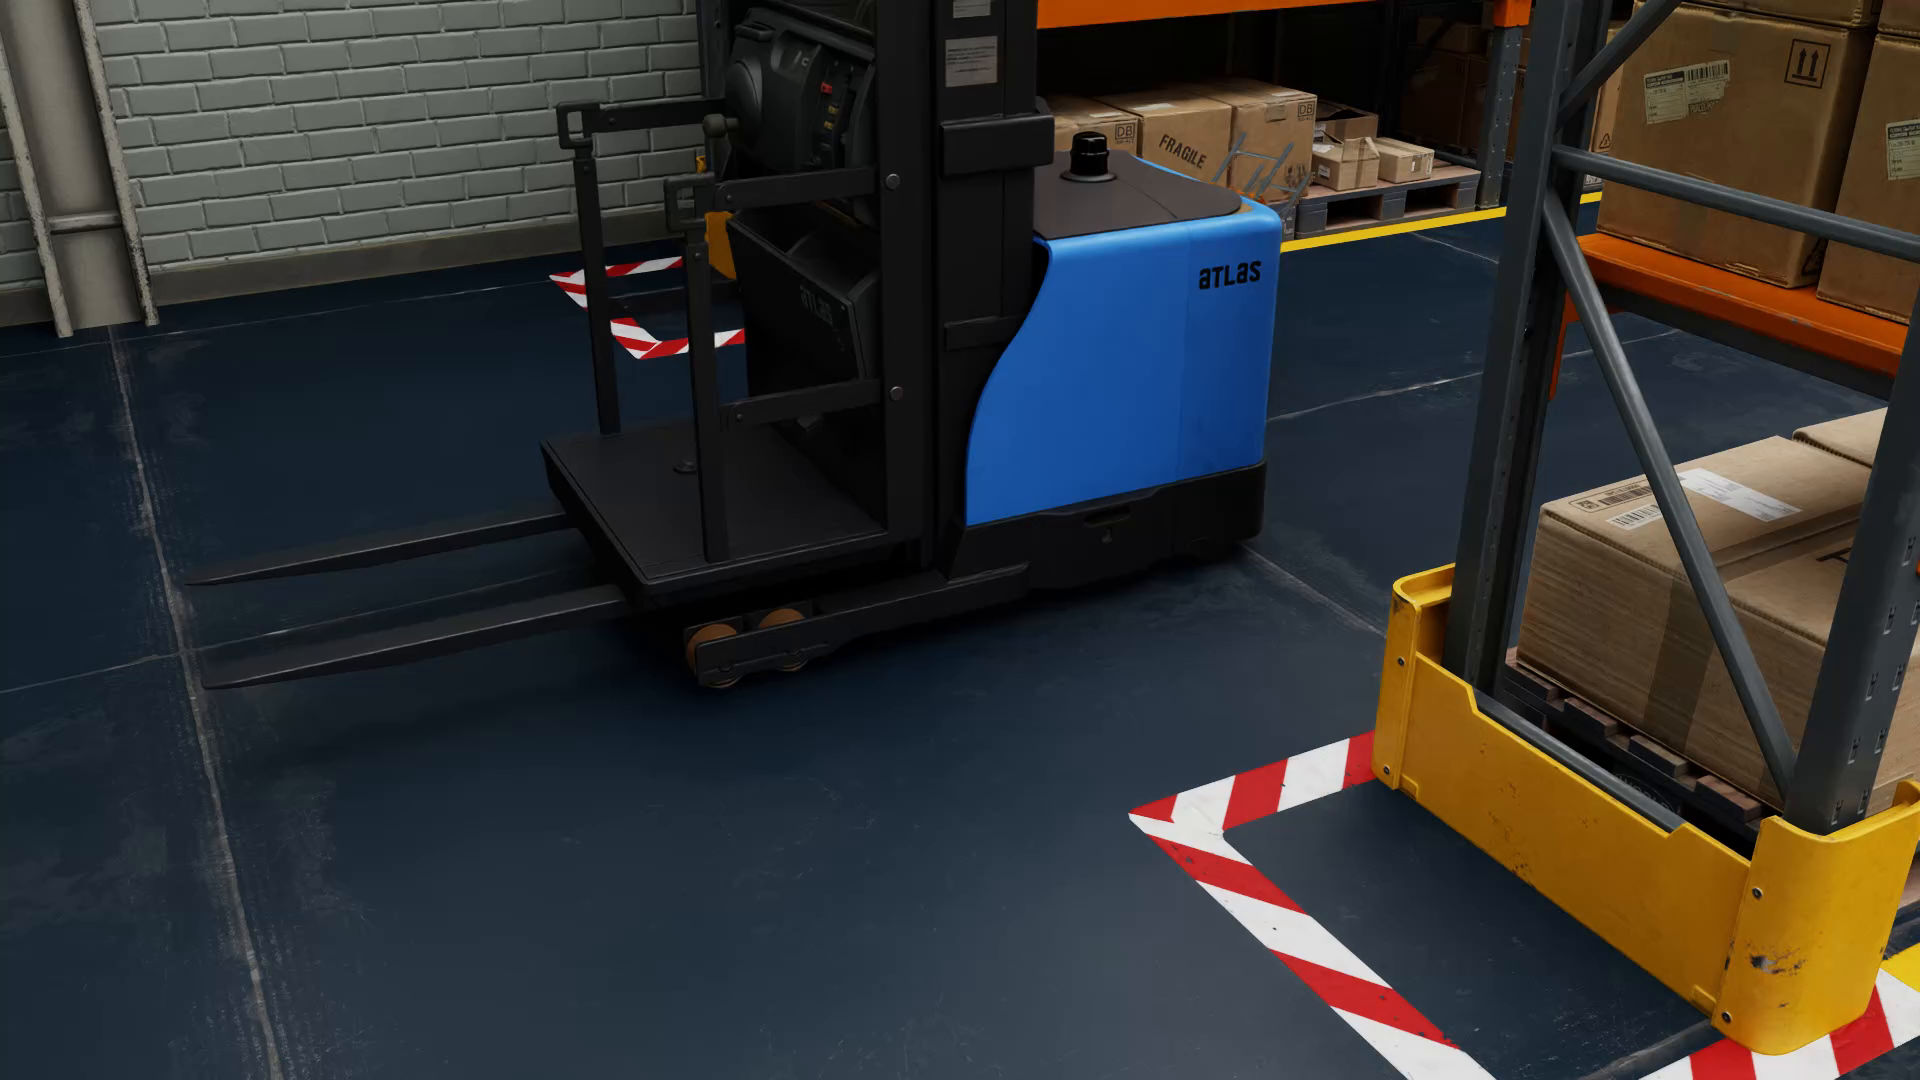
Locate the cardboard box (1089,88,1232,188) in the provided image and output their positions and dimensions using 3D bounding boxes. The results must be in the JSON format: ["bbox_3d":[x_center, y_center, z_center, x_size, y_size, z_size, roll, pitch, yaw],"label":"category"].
[{"bbox_3d":[0.963,-1.890,8.124,0.500,0.500,0.500,-12,28,-24],"label":"cardboard box"}]

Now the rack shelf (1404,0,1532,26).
[{"bbox_3d":[4.387,-3.408,9.715,4.000,0.370,1.077,-13,29,-25],"label":"rack shelf"}]

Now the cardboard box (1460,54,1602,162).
[{"bbox_3d":[3.155,-2.400,9.187,0.500,0.500,0.500,-12,28,-23],"label":"cardboard box"}]

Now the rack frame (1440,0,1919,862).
[{"bbox_3d":[1.432,-0.616,3.067,0.127,3.000,1.000,-13,29,-25],"label":"rack frame"}]

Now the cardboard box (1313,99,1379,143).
[{"bbox_3d":[1.928,-2.258,9.109,0.500,0.311,0.500,-12,28,-23],"label":"cardboard box"}]

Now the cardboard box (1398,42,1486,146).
[{"bbox_3d":[2.916,-2.601,9.604,0.500,0.500,0.500,-13,29,-25],"label":"cardboard box"}]

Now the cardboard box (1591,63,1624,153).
[{"bbox_3d":[3.620,-2.513,9.421,0.500,0.500,0.500,-13,29,-26],"label":"cardboard box"}]

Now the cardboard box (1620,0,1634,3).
[{"bbox_3d":[4.171,-3.185,10.072,0.265,0.149,0.390,-13,29,-25],"label":"cardboard box"}]

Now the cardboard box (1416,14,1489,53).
[{"bbox_3d":[2.811,-2.865,9.406,0.250,0.149,0.380,-14,29,-27],"label":"cardboard box"}]

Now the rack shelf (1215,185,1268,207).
[{"bbox_3d":[1.035,-1.213,6.182,0.258,0.180,0.103,25,78,42],"label":"rack shelf"}]

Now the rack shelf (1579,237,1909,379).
[{"bbox_3d":[4.405,-1.986,1.057,3.910,4.714,5.869,-13,29,-25],"label":"rack shelf"}]

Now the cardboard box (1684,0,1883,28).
[{"bbox_3d":[1.745,-1.301,3.223,0.500,0.500,0.500,-12,28,-23],"label":"cardboard box"}]

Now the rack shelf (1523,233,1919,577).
[{"bbox_3d":[3.196,-0.699,4.071,4.000,0.370,1.077,-13,29,-25],"label":"rack shelf"}]

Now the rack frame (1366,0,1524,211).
[{"bbox_3d":[2.622,-3.325,8.711,0.127,3.000,1.000,-13,29,-25],"label":"rack frame"}]

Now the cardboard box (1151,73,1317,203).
[{"bbox_3d":[1.365,-2.032,8.420,0.500,0.500,0.700,-14,29,-27],"label":"cardboard box"}]

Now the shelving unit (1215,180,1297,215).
[{"bbox_3d":[0.864,-0.952,6.134,0.258,0.183,1.046,25,78,42],"label":"shelving unit"}]

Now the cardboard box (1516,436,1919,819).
[{"bbox_3d":[1.967,0.177,3.890,0.875,0.438,0.875,-14,29,-27],"label":"cardboard box"}]

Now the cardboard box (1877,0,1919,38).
[{"bbox_3d":[1.989,-1.101,2.806,0.500,0.500,0.500,-14,29,-26],"label":"cardboard box"}]

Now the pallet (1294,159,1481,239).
[{"bbox_3d":[2.016,-1.929,9.024,1.213,0.211,1.003,-13,29,-25],"label":"pallet"}]

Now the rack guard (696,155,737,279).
[{"bbox_3d":[-0.840,-1.399,7.587,0.348,0.500,1.175,-13,29,-25],"label":"rack guard"}]

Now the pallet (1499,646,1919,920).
[{"bbox_3d":[2.100,0.449,4.072,1.213,0.211,1.003,-13,29,-25],"label":"pallet"}]

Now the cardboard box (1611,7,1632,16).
[{"bbox_3d":[3.733,-3.072,9.835,0.250,0.149,0.380,-12,28,-24],"label":"cardboard box"}]

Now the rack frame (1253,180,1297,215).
[{"bbox_3d":[0.908,-0.910,6.200,0.228,0.002,1.046,25,78,42],"label":"rack frame"}]

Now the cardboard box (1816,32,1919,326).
[{"bbox_3d":[1.990,-0.649,3.021,0.500,0.500,0.500,-13,29,-25],"label":"cardboard box"}]
